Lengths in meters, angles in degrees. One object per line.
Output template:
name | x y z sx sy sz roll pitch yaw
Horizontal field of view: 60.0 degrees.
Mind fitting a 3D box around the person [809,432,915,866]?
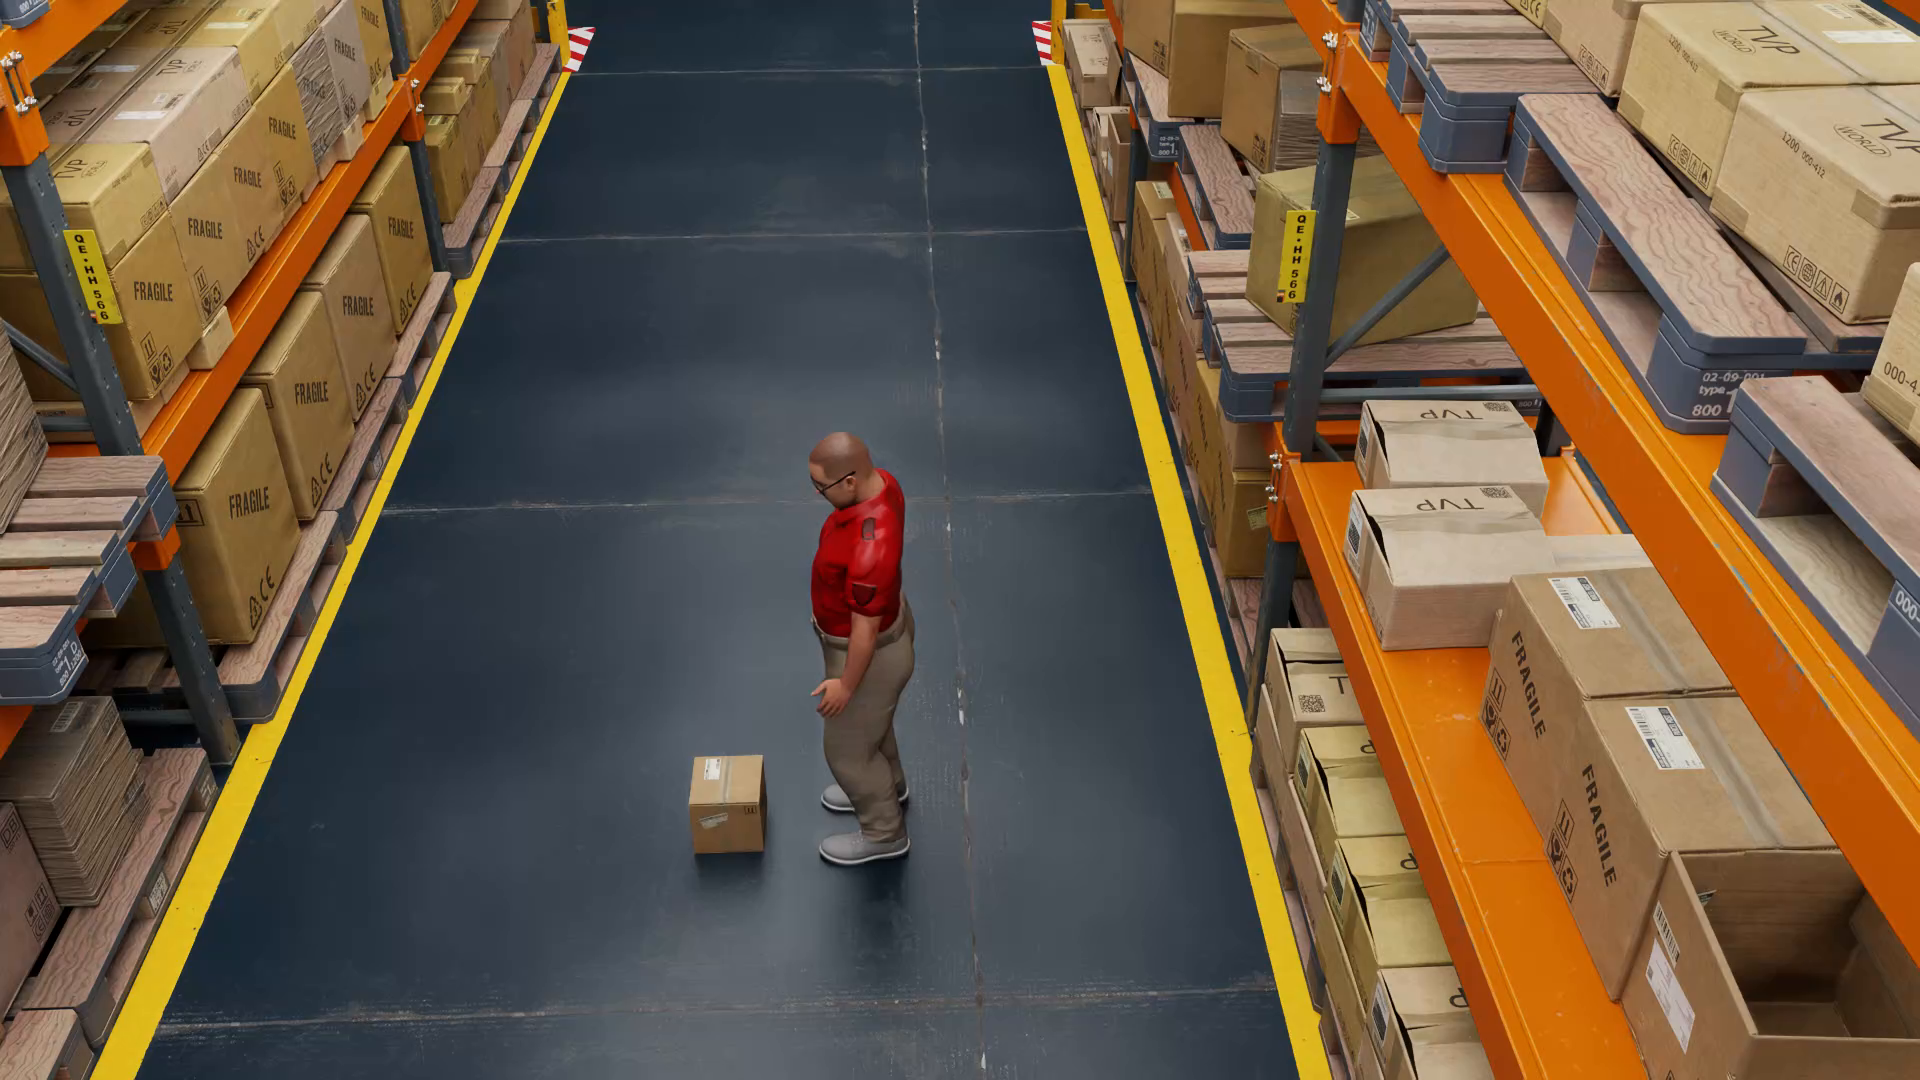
person | -0.334 0.376 5.647 0.367 1.713 0.538 -1 35 -1
